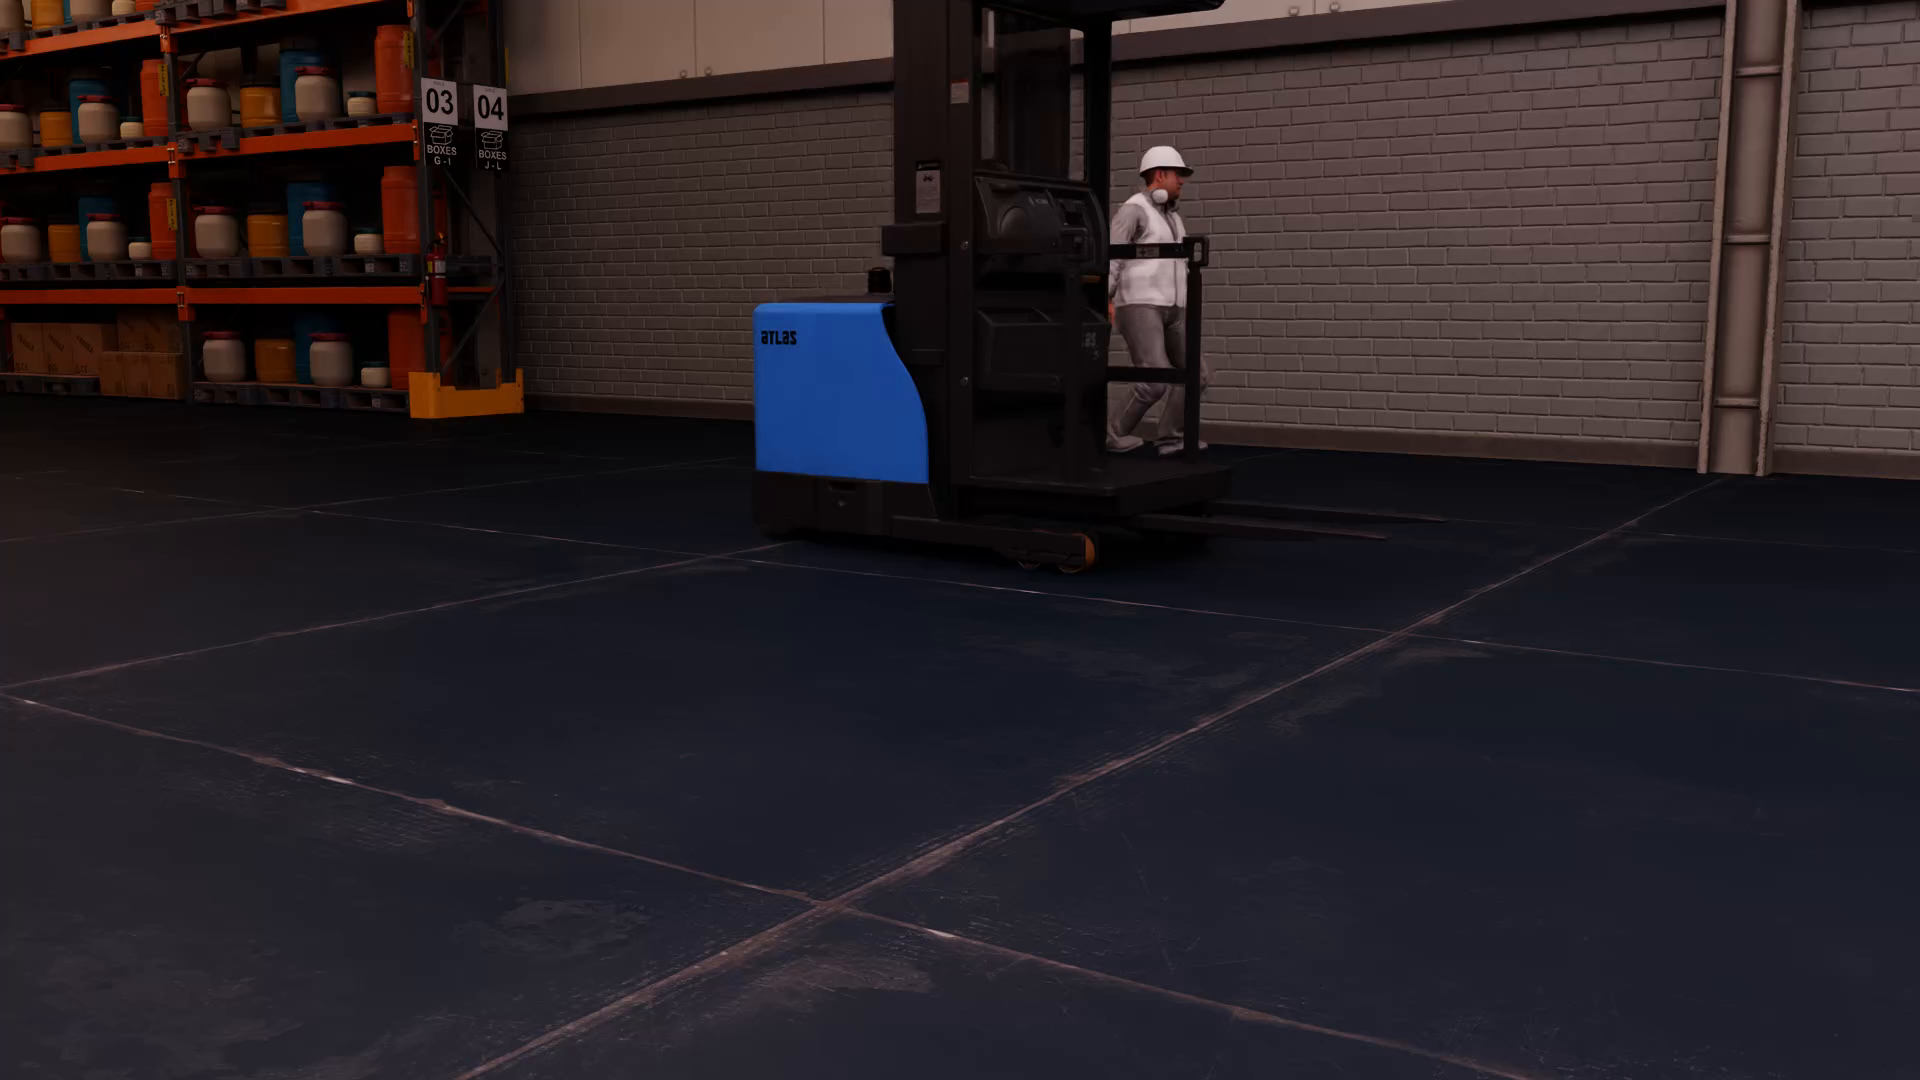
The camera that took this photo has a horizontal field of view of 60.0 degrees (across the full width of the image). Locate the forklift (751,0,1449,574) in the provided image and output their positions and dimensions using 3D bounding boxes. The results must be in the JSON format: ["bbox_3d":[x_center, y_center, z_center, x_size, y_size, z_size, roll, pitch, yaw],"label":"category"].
[{"bbox_3d":[0.526,-1.400,7.040,3.031,2.935,1.130,6,10,36],"label":"forklift"}]

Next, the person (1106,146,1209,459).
[{"bbox_3d":[1.035,-1.278,9.089,0.432,1.720,0.852,7,11,40],"label":"person"}]
